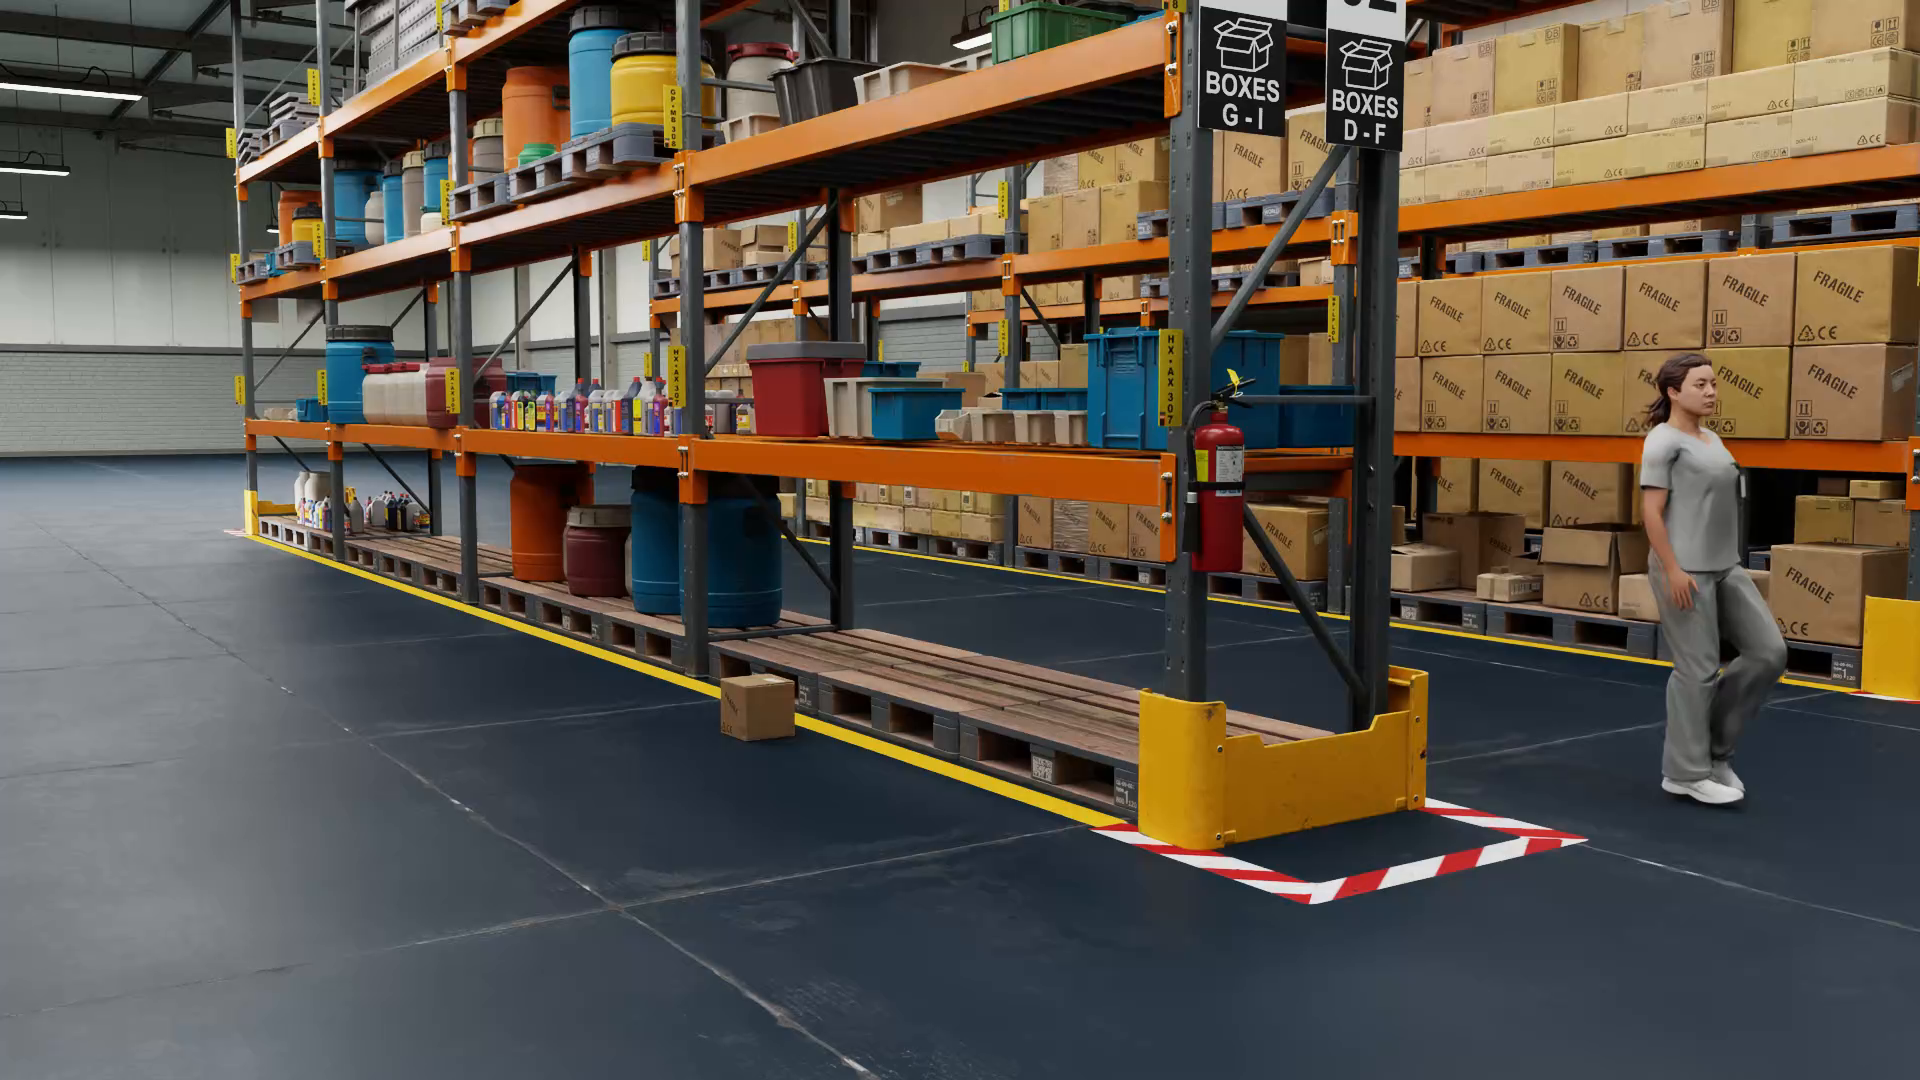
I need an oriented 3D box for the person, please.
[{"bbox_3d":[2.768,0.139,6.213,0.493,1.674,0.492,-3,6,-32],"label":"person"}]
